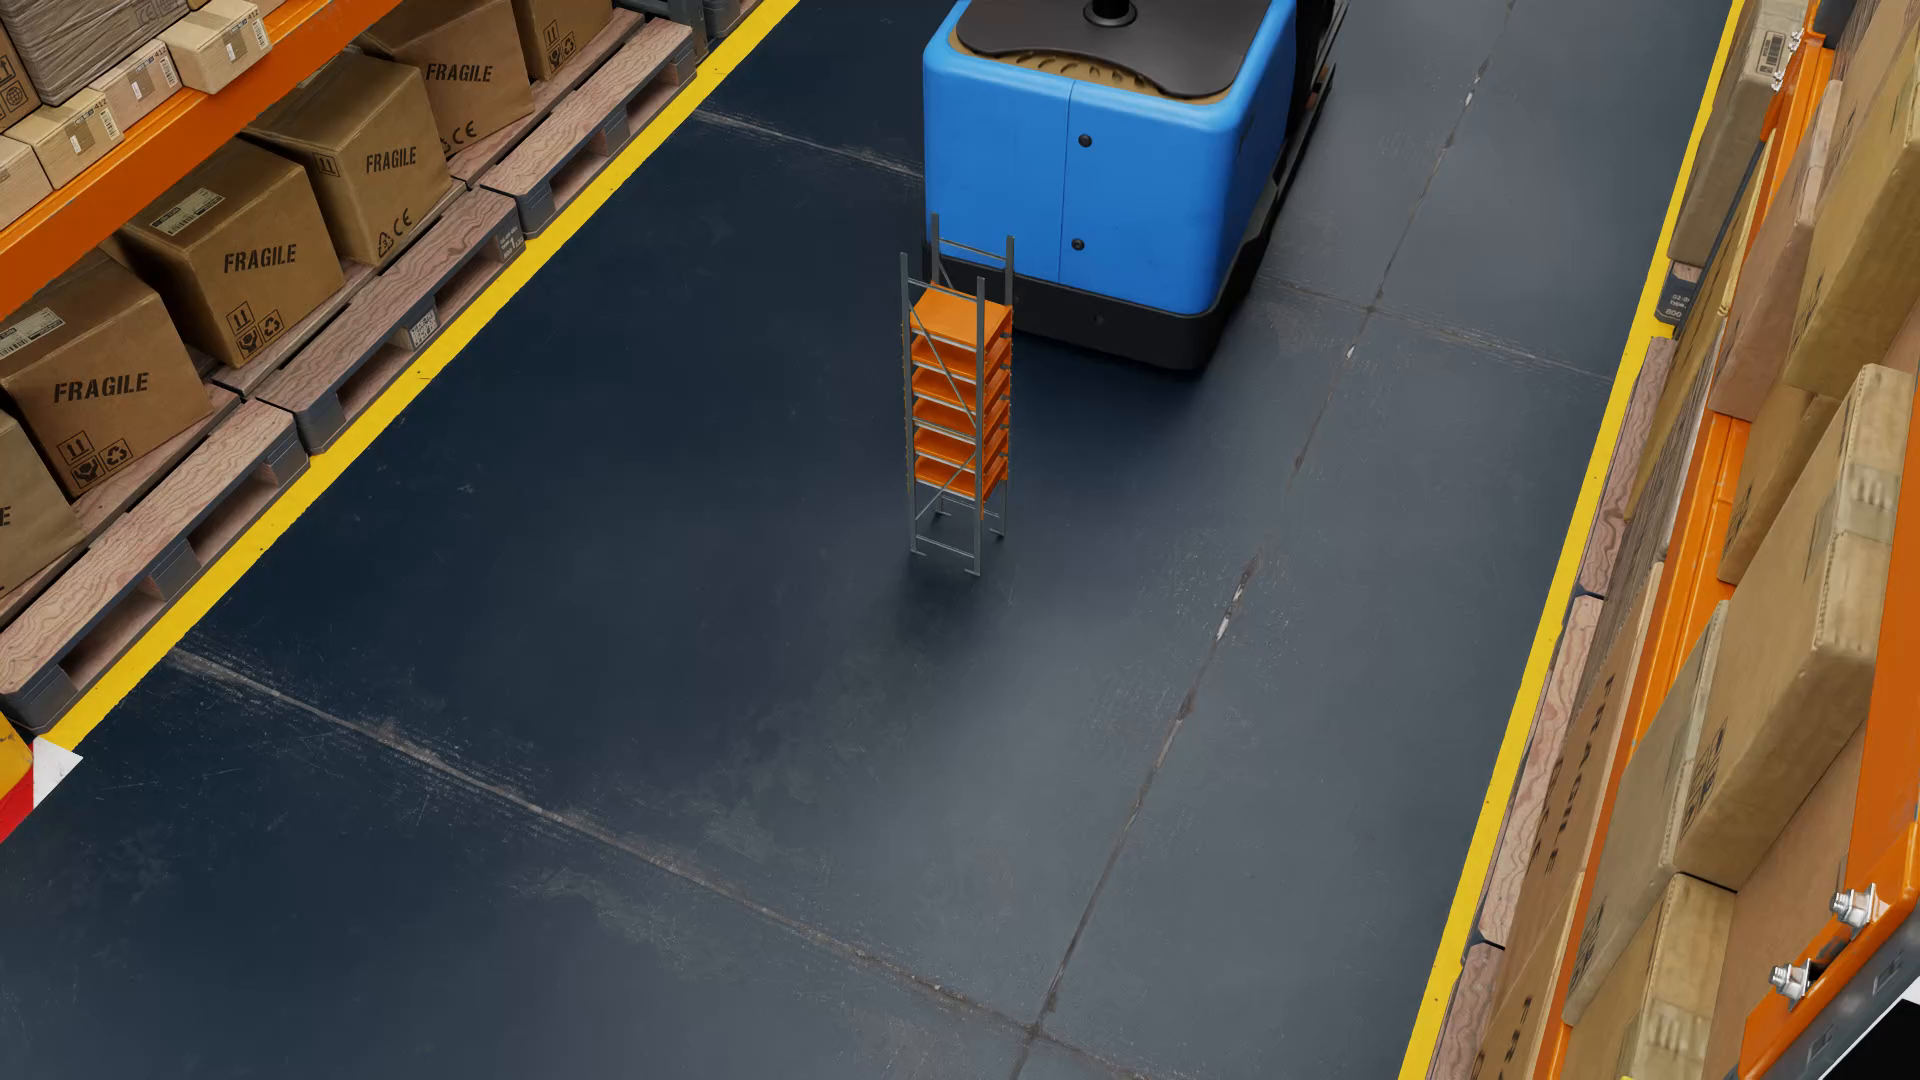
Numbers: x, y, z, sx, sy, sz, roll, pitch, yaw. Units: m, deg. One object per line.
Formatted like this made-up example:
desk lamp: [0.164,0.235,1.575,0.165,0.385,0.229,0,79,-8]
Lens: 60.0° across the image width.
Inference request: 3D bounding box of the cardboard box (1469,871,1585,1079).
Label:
cardboard box: [1.433,1.369,3.235,0.875,0.875,0.875,20,53,16]

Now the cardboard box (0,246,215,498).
cardboard box: [-2.732,-0.552,5.116,0.500,0.500,0.500,33,57,25]

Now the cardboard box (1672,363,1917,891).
cardboard box: [1.548,0.255,2.256,0.875,0.550,0.550,20,52,16]

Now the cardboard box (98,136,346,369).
cardboard box: [-2.448,-0.977,5.477,0.500,0.500,0.500,24,54,19]

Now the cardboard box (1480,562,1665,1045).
cardboard box: [1.807,0.762,3.751,0.875,0.875,0.875,19,52,16]

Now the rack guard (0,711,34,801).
rack guard: [-3.206,0.379,4.599,1.175,0.500,0.348,20,52,16]

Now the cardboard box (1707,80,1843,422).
cardboard box: [2.213,-0.521,3.625,0.875,0.550,0.550,20,52,16]

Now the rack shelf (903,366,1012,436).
rack shelf: [-0.006,-0.428,4.727,0.258,0.103,0.180,20,52,16]

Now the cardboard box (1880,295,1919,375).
cardboard box: [1.910,-0.087,2.547,0.875,0.550,0.550,20,52,16]

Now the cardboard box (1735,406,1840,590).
cardboard box: [1.888,0.255,2.965,0.875,0.550,0.550,20,52,16]

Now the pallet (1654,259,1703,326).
pallet: [3.173,-1.102,6.049,1.003,0.211,1.213,20,52,16]

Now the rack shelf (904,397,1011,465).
rack shelf: [-0.006,-0.350,4.818,0.258,0.103,0.180,20,52,16]

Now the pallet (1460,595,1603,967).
pallet: [1.996,0.795,4.435,1.003,0.211,1.213,20,52,16]

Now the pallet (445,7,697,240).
pallet: [-1.785,-1.755,6.605,1.003,0.211,1.213,20,52,16]

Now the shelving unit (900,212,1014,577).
shelving unit: [-0.006,-0.379,4.785,0.258,1.200,0.189,20,52,16]

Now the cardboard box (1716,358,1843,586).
cardboard box: [2.077,-0.123,3.287,0.875,0.550,0.500,20,52,16]

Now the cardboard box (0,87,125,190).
cardboard box: [-2.456,-1.098,4.379,0.380,0.149,0.250,20,52,16]

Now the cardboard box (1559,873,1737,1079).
cardboard box: [1.320,0.986,2.343,0.875,0.550,0.550,20,52,16]

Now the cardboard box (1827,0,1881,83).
cardboard box: [2.765,-1.240,4.237,0.875,0.550,0.550,20,52,16]

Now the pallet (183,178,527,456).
pallet: [-2.305,-0.912,5.888,1.003,0.211,1.213,20,52,16]

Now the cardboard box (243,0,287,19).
cardboard box: [-2.186,-1.632,4.834,0.380,0.149,0.250,20,52,16]

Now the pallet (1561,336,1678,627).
pallet: [2.516,-0.048,5.152,1.003,0.211,1.213,20,52,16]

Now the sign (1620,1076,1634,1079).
sign: [0.718,0.667,1.797,0.100,0.325,0.005,20,52,16]

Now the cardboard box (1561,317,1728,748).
cardboard box: [2.198,0.135,4.285,0.875,0.875,0.875,20,53,16]

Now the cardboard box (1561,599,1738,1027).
cardboard box: [1.535,0.600,2.671,0.875,0.550,0.550,20,52,16]

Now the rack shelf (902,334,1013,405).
rack shelf: [-0.006,-0.506,4.636,0.258,0.103,0.180,20,52,16]

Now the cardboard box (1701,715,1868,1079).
cardboard box: [1.396,0.663,1.908,0.875,0.550,0.550,20,52,16]

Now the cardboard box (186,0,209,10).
cardboard box: [-2.397,-1.931,4.663,0.875,0.500,0.500,20,52,16]

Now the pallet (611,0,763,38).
pallet: [-1.199,-2.766,7.465,1.003,0.211,1.213,20,52,16]

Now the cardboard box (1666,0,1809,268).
cardboard box: [3.095,-1.313,5.599,1.050,0.750,0.750,20,52,16]

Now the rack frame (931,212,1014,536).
rack frame: [0.033,-0.442,4.838,0.240,1.200,0.006,20,52,16]

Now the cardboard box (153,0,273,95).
cardboard box: [-2.173,-1.417,4.651,0.380,0.149,0.250,20,52,16]

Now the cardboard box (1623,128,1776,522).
cardboard box: [2.579,-0.487,4.814,0.875,0.875,0.875,21,53,17]

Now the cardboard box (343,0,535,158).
cardboard box: [-1.975,-1.800,6.177,0.500,0.500,0.500,36,58,27]

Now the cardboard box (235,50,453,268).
cardboard box: [-2.169,-1.347,5.792,0.500,0.500,0.500,16,51,13]

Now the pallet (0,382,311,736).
pallet: [-2.827,-0.075,5.175,1.003,0.211,1.213,20,52,16]

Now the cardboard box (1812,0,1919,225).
cardboard box: [2.238,-0.862,3.206,0.875,0.550,0.550,20,52,16]

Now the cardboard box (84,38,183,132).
cardboard box: [-2.373,-1.279,4.533,0.380,0.149,0.250,20,52,16]

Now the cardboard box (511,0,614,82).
cardboard box: [-1.737,-2.197,6.515,0.500,0.500,0.500,18,52,15]

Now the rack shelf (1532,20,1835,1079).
rack shelf: [2.057,0.161,3.616,1.077,0.370,4.000,20,52,16]

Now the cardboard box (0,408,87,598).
cardboard box: [-2.957,-0.129,4.756,0.500,0.500,0.500,29,55,22]

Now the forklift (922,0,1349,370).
forklift: [0.870,-2.675,5.601,1.130,2.935,3.031,16,52,13]

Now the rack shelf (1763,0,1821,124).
rack shelf: [3.766,-2.594,5.960,1.077,0.370,4.000,20,52,16]

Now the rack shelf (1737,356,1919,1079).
rack shelf: [2.057,-0.811,2.474,1.077,0.370,4.000,20,52,16]

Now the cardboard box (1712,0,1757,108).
cardboard box: [3.511,-1.976,6.164,1.050,0.750,0.750,20,52,16]

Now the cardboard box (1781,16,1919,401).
cardboard box: [2.019,-0.494,2.893,0.875,0.550,0.500,20,52,16]

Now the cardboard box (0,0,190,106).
cardboard box: [-2.621,-1.591,4.373,0.875,0.500,0.500,20,52,16]

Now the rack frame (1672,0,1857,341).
rack frame: [2.911,-1.450,4.514,1.000,3.000,0.127,20,52,16]

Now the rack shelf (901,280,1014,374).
rack shelf: [-0.006,-0.583,4.544,0.258,0.103,0.180,20,52,16]

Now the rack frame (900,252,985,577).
rack frame: [-0.045,-0.316,4.731,0.240,1.200,0.006,20,52,16]

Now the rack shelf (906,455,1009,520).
rack shelf: [-0.006,-0.195,5.001,0.258,0.103,0.180,20,52,16]

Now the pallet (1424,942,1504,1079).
pallet: [1.473,1.633,3.722,1.003,0.211,1.213,20,52,16]

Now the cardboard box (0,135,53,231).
cardboard box: [-2.569,-0.928,4.235,0.380,0.149,0.250,20,52,16]

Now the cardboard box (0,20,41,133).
cardboard box: [-2.874,-1.260,4.092,0.875,0.500,0.500,20,52,16]

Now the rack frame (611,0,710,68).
rack frame: [-1.530,-3.133,5.946,1.000,3.000,0.127,20,52,16]

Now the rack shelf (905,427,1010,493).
rack shelf: [-0.006,-0.272,4.910,0.258,0.103,0.180,20,52,16]
